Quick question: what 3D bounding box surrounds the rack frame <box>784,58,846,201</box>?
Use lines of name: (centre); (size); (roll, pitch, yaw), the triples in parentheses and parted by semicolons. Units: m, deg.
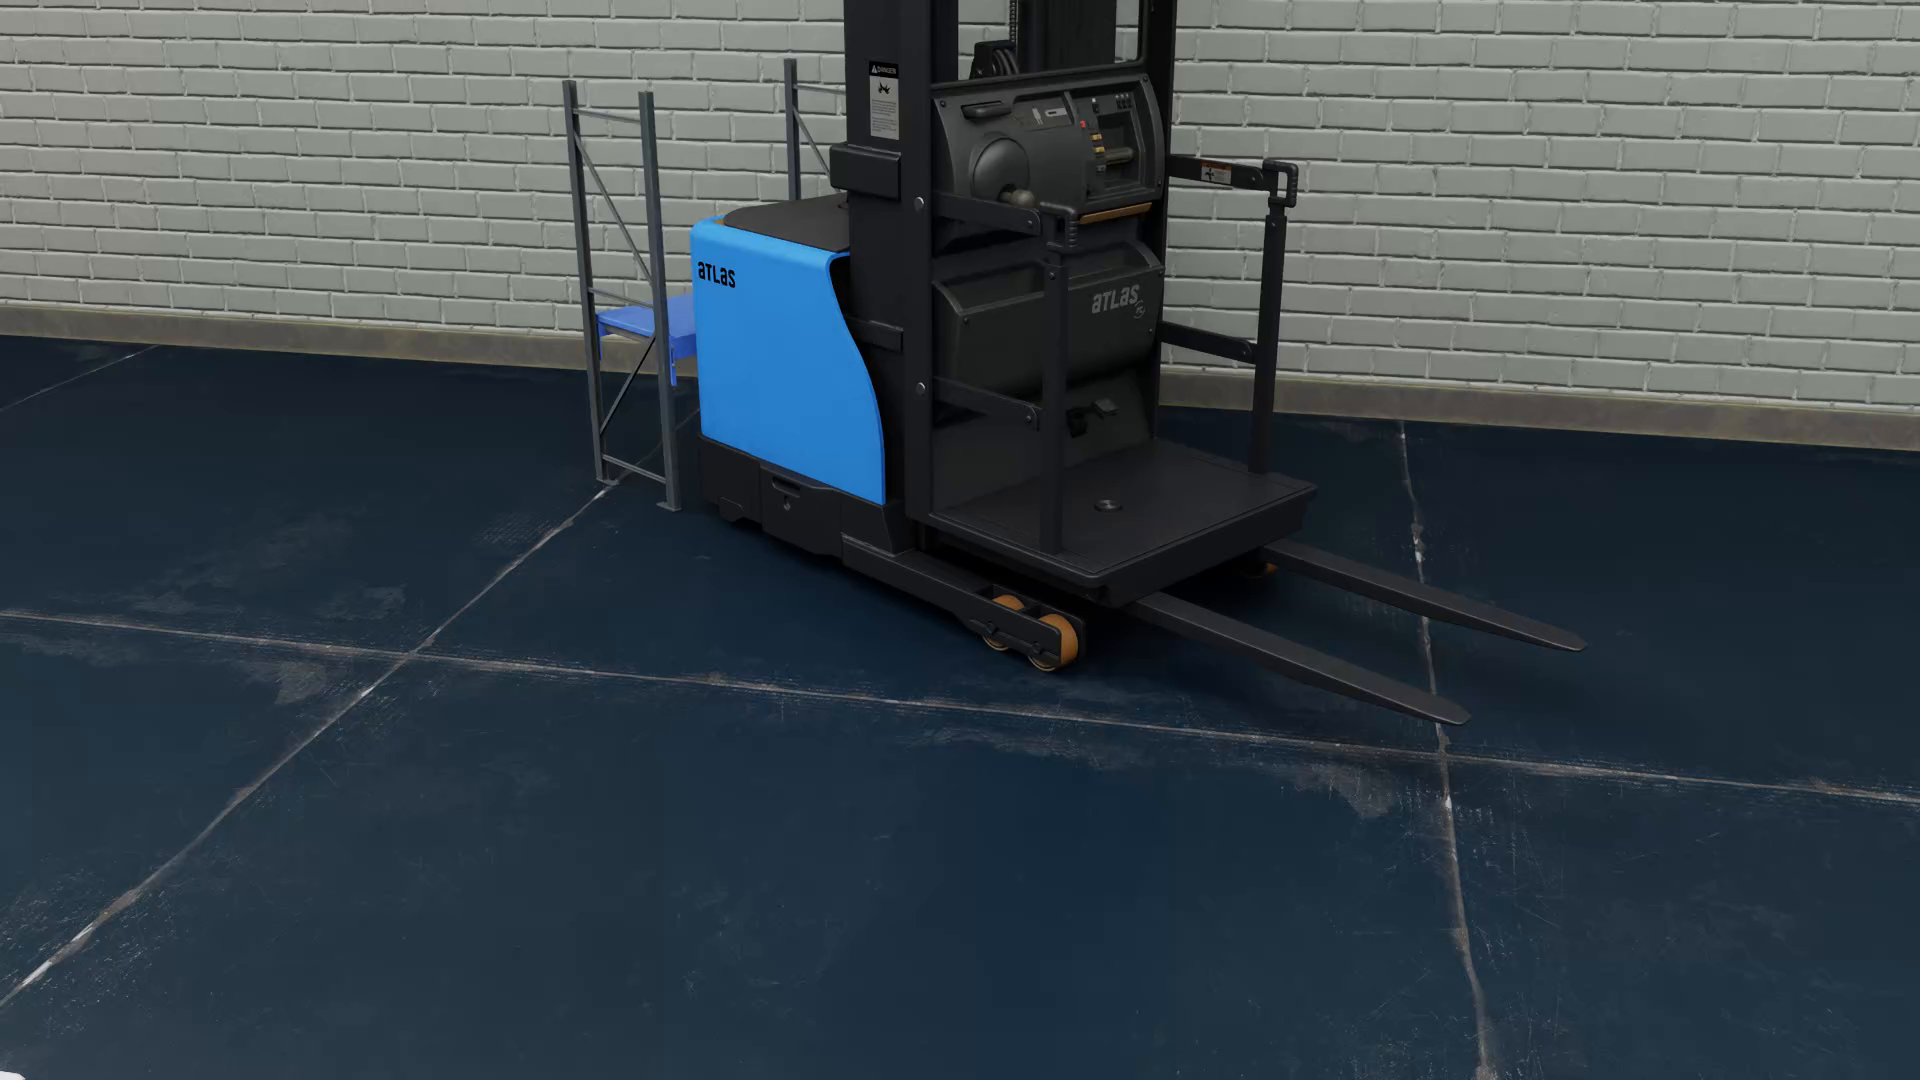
rack frame: (-0.505, -1.136, 6.667); (0.500, 1.500, 0.032); (20, 29, 40)

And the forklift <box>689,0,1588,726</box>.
forklift: (0.434, -1.190, 4.884); (1.130, 2.935, 3.031); (-20, 29, -40)

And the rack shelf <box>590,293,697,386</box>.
rack shelf: (-0.860, -0.834, 6.397); (0.538, 0.185, 1.000); (20, 29, 40)

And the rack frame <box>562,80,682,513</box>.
rack frame: (-1.215, -0.864, 5.992); (0.500, 1.500, 0.032); (20, 29, 40)

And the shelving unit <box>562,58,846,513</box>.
shelving unit: (-0.860, -1.000, 6.330); (0.538, 1.500, 1.048); (20, 29, 40)
